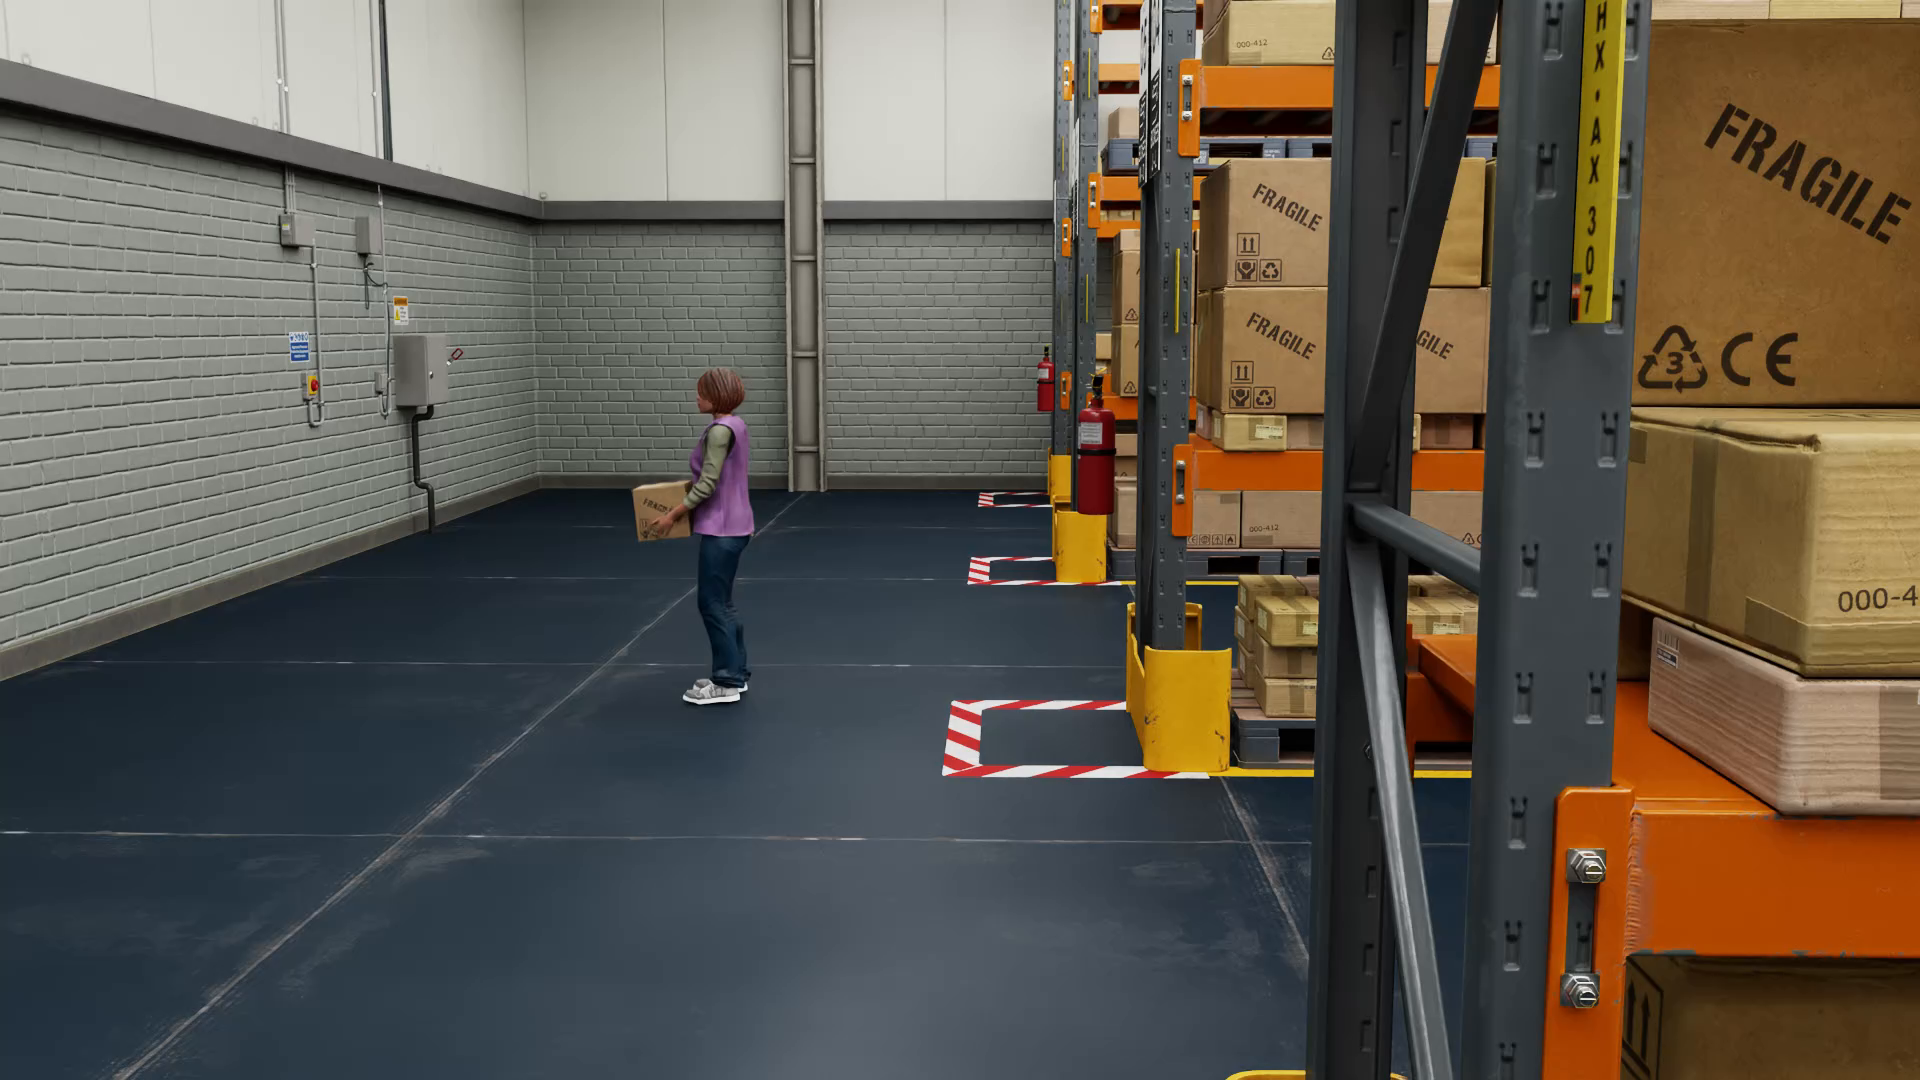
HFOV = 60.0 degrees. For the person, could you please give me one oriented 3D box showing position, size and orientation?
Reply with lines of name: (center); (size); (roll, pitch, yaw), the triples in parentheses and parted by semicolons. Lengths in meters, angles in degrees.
person: (-1.223, -0.025, 7.978); (0.471, 1.602, 0.438); (0, 7, 1)
